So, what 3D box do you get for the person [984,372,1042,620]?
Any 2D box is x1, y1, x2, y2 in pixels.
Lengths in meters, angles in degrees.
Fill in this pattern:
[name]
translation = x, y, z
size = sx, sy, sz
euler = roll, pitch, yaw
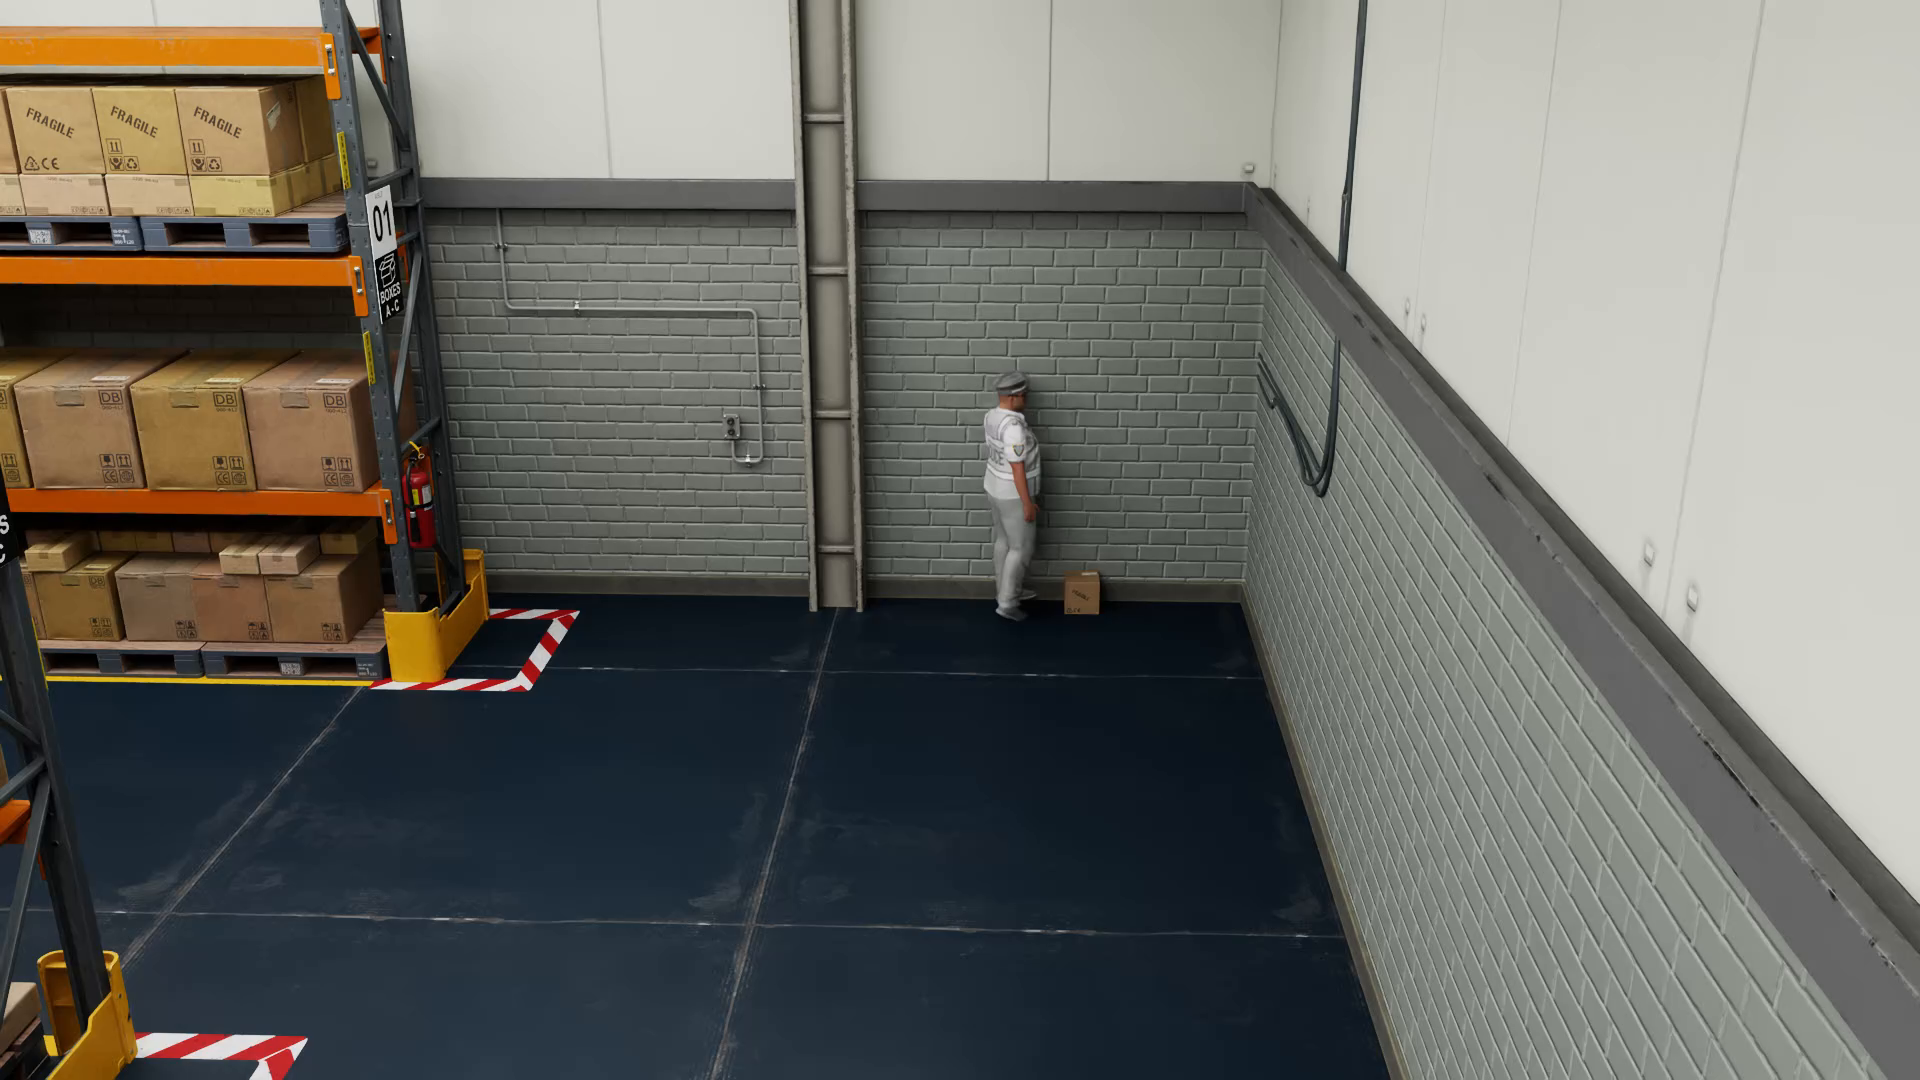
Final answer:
[person]
translation = 0.405, -0.316, 11.959
size = 0.445, 1.833, 0.564
euler = -6, 22, -16
